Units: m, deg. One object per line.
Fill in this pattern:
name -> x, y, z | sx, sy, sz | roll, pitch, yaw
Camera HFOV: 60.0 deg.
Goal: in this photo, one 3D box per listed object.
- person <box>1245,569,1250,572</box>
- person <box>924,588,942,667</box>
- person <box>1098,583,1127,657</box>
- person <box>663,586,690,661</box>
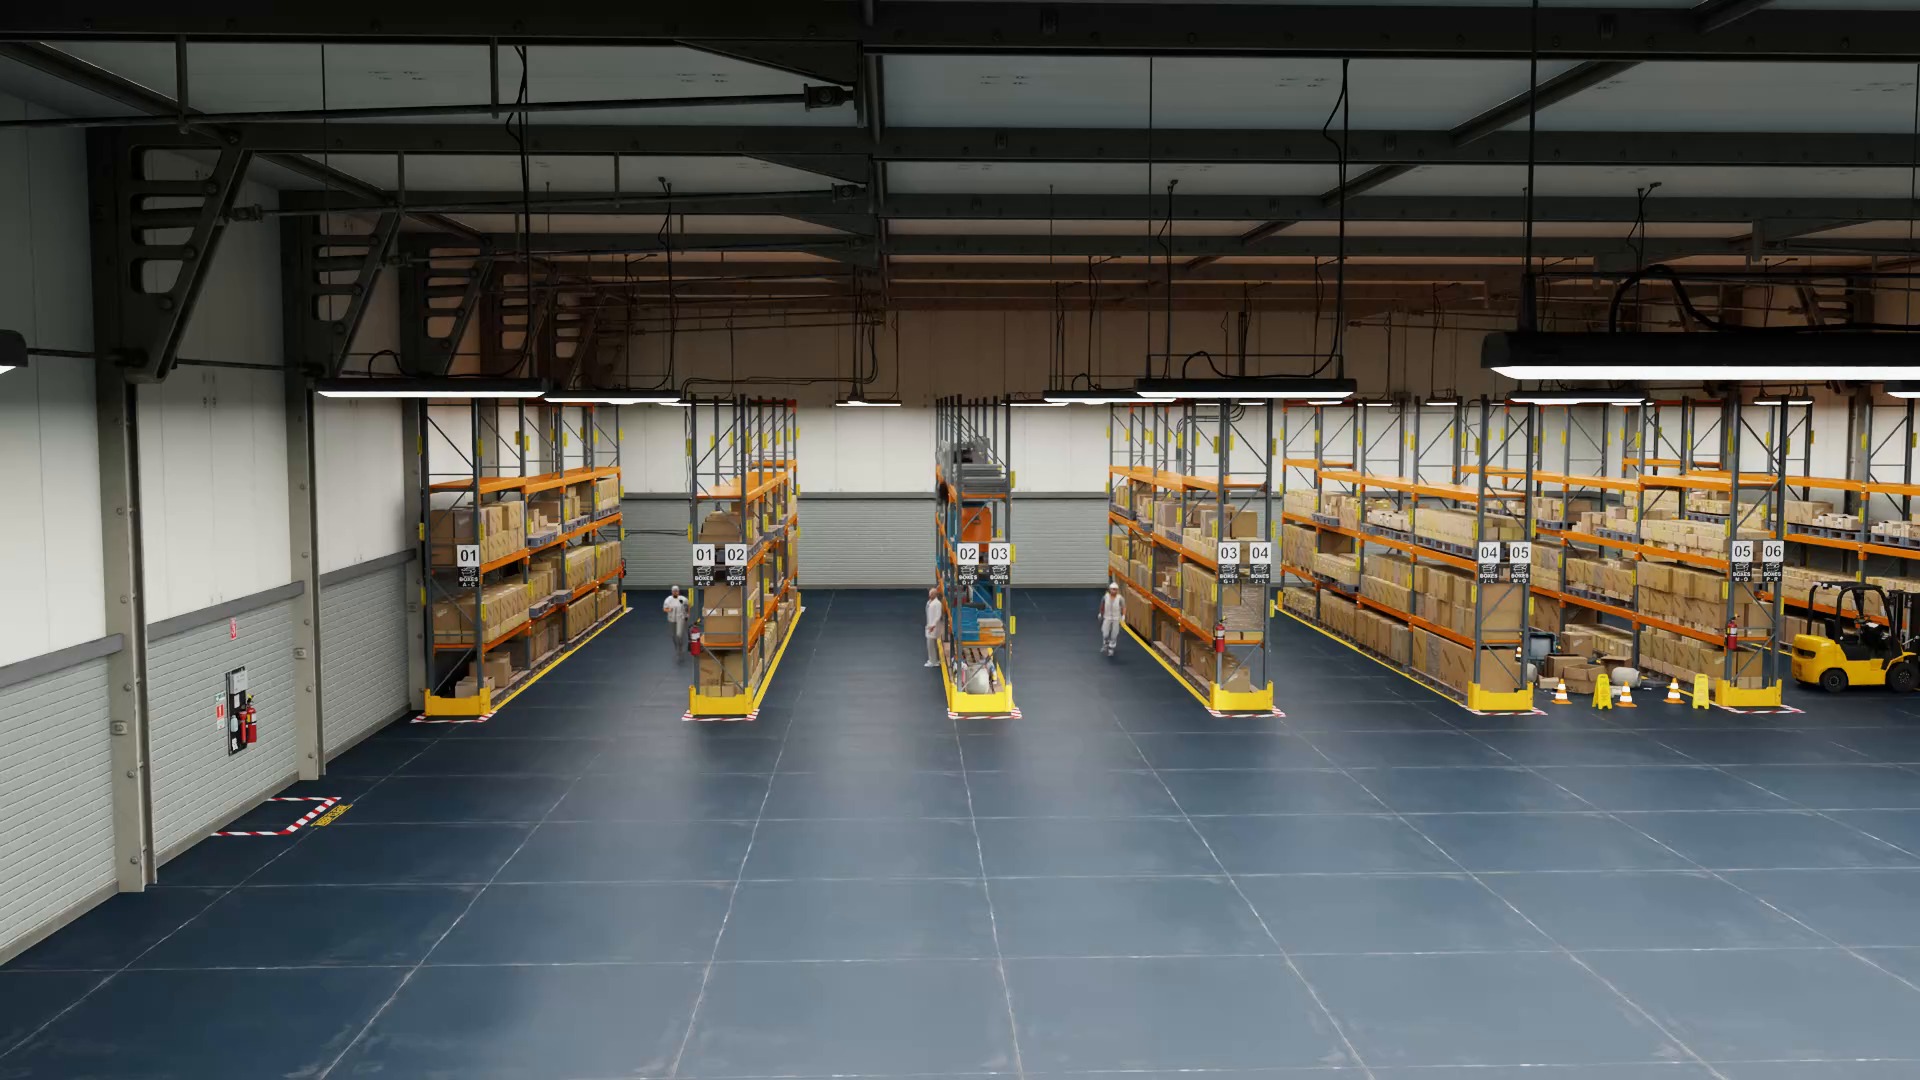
person -> 8.173, 1.089, 47.710 | 0.667, 1.754, 0.686 | 0, 4, 0
person -> -0.602, 1.943, 37.065 | 0.518, 1.761, 0.790 | -2, 5, -21
person -> 3.492, 1.839, 38.244 | 0.693, 1.735, 0.758 | 1, 5, 9
person -> -6.499, 1.894, 38.123 | 0.551, 1.724, 0.842 | 0, 5, 5
